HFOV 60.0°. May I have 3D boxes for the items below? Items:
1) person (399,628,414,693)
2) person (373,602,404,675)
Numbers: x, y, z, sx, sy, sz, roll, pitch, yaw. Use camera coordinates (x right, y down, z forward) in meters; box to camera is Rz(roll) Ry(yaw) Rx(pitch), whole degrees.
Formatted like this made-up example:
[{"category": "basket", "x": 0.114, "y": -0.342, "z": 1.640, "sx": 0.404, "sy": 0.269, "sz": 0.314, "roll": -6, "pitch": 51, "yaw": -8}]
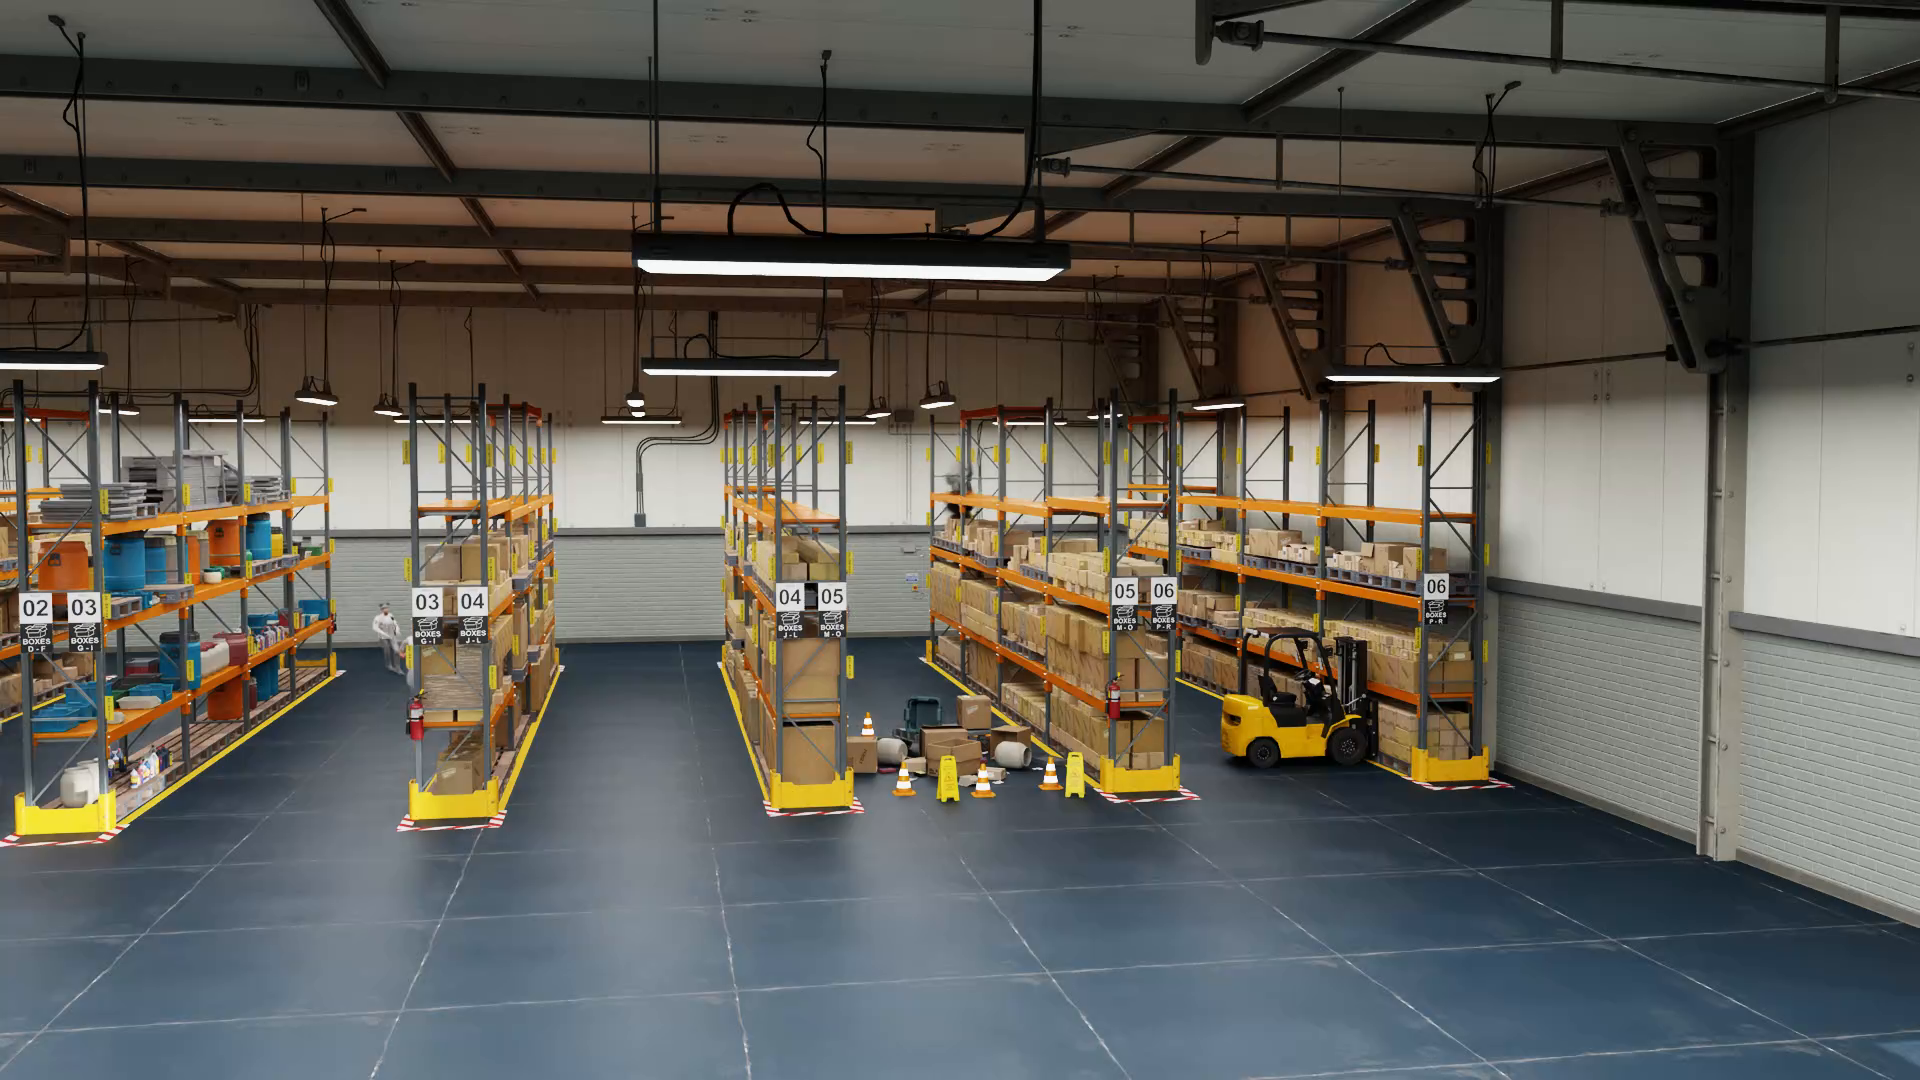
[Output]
[{"category": "person", "x": -10.478, "y": 2.490, "z": 32.040, "sx": 0.622, "sy": 1.796, "sz": 1.153, "roll": -1, "pitch": 3, "yaw": -10}, {"category": "person", "x": -13.192, "y": 2.264, "z": 38.185, "sx": 0.658, "sy": 1.696, "sz": 0.821, "roll": -2, "pitch": 4, "yaw": -38}]
